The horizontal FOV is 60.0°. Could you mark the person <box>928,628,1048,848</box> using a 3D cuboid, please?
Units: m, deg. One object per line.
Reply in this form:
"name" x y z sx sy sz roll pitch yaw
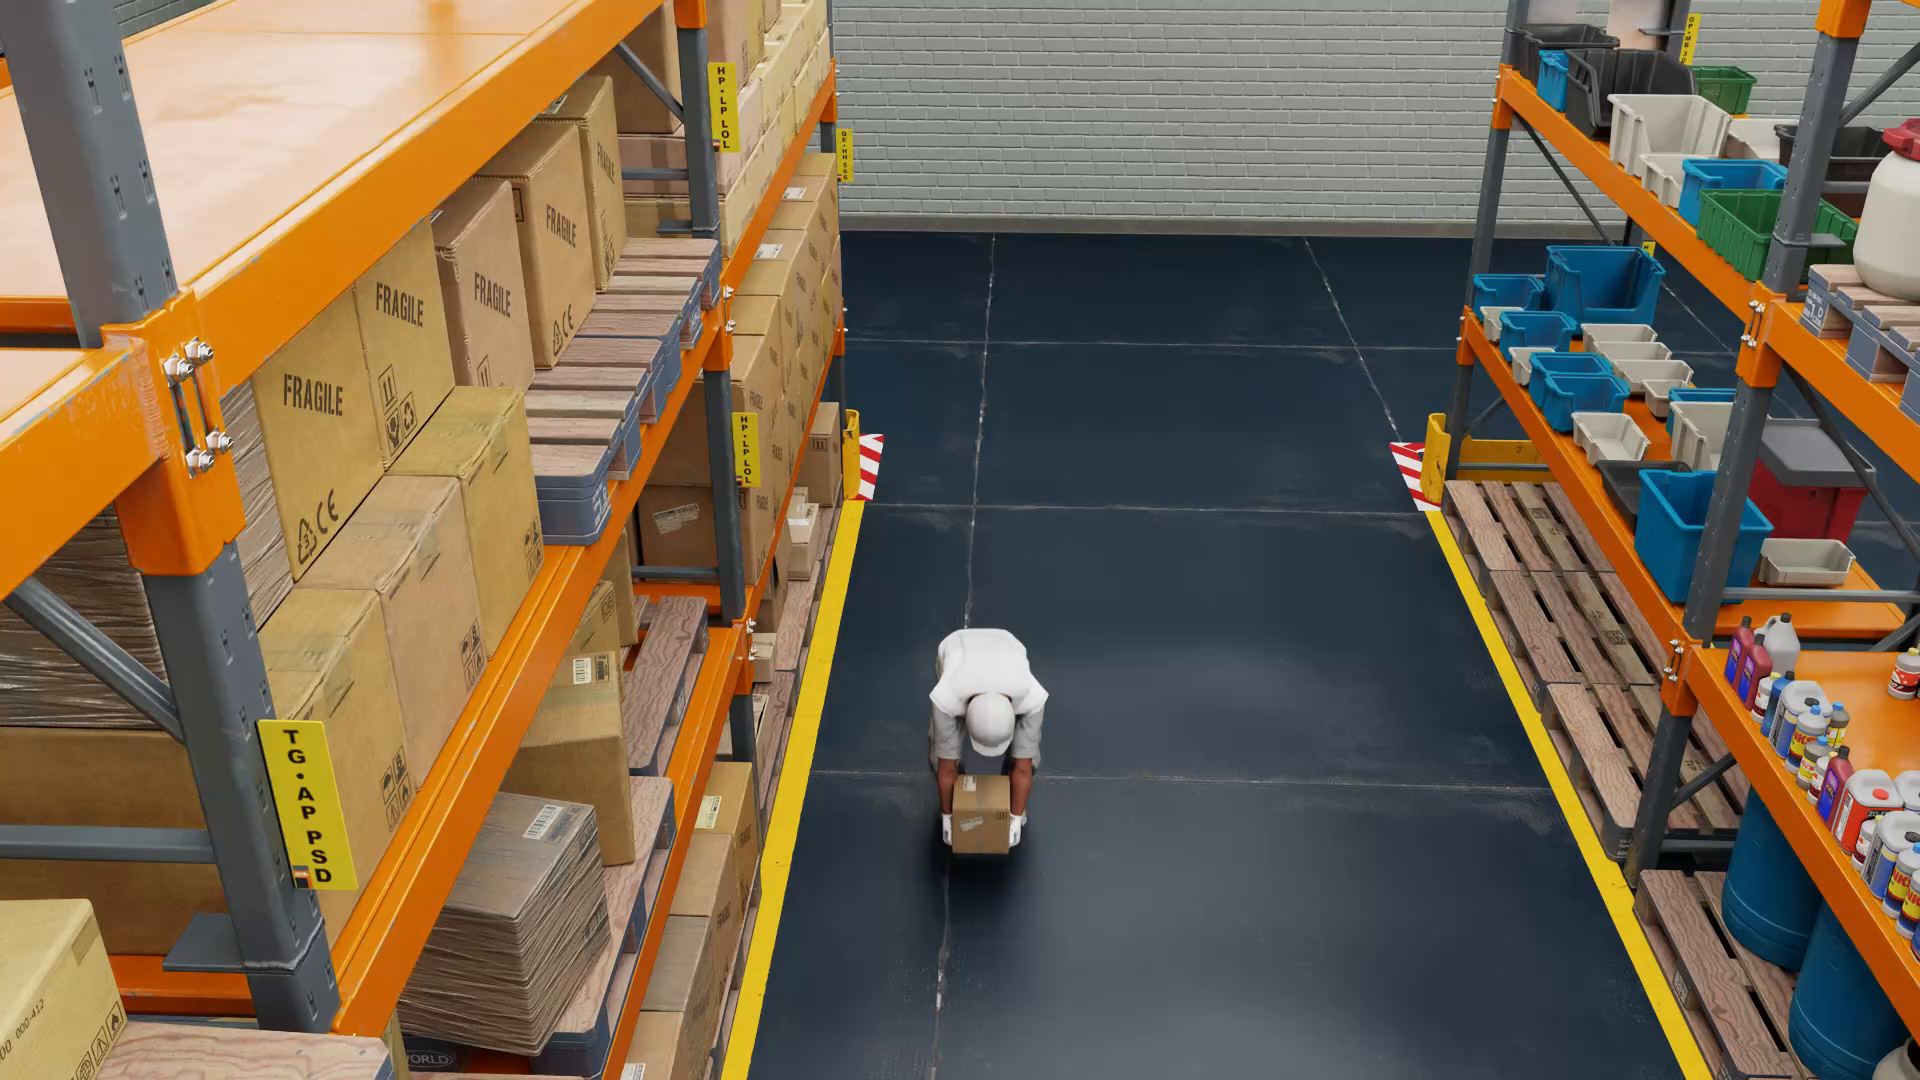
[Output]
"person" 0.121 0.943 7.617 0.541 1.027 0.979 0 28 -1
